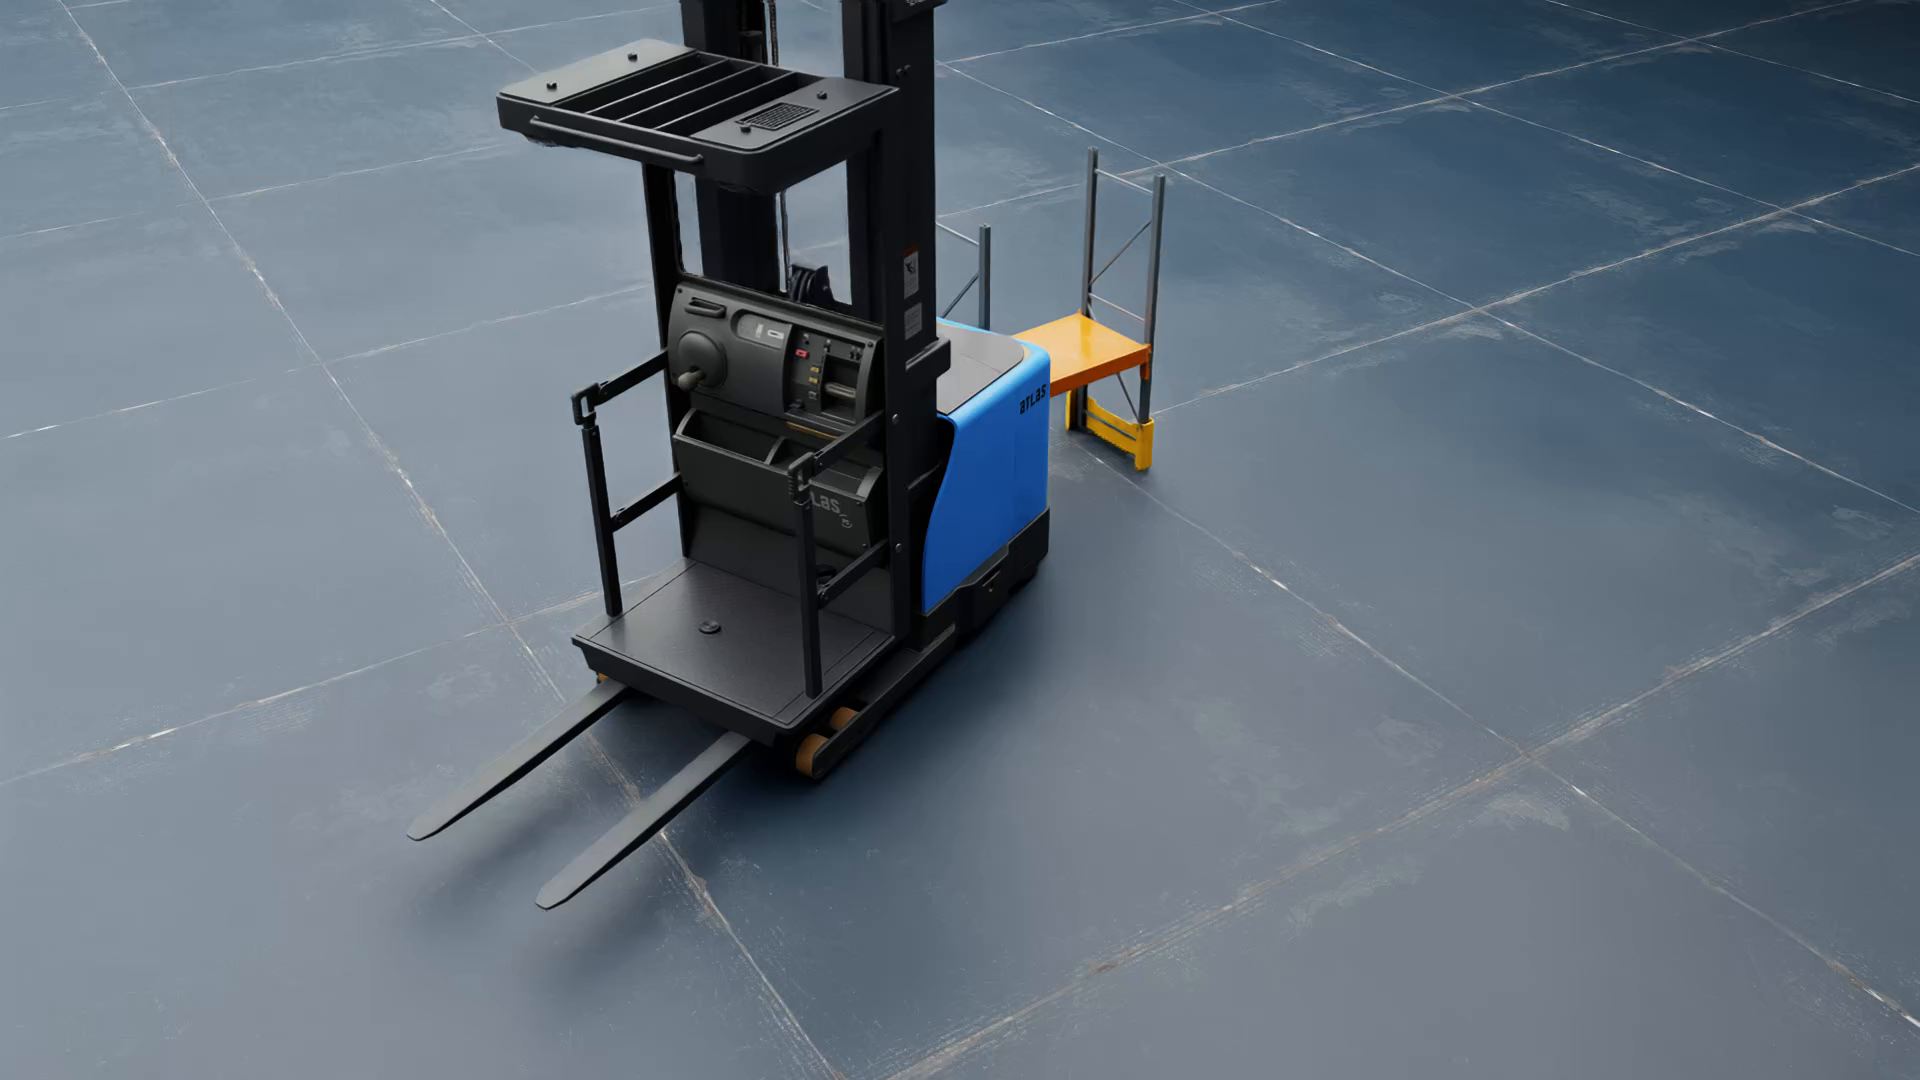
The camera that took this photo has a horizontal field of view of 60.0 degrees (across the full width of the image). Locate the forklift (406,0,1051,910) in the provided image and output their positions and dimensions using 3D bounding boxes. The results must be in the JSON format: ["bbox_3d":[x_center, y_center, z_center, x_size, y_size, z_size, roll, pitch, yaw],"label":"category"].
[{"bbox_3d":[-0.815,-0.623,5.990,1.130,2.935,3.031,19,37,27],"label":"forklift"}]

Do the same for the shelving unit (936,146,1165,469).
[{"bbox_3d":[0.362,-0.958,7.862,1.083,1.500,0.587,-22,39,-31],"label":"shelving unit"}]

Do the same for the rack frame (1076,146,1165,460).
[{"bbox_3d":[0.771,-1.127,8.130,0.032,1.500,0.500,-22,39,-31],"label":"rack frame"}]

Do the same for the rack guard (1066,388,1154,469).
[{"bbox_3d":[0.755,-0.592,8.454,0.087,0.250,0.587,-22,39,-31],"label":"rack guard"}]

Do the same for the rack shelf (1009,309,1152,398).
[{"bbox_3d":[0.369,-0.809,7.963,1.000,0.185,0.538,-22,39,-31],"label":"rack shelf"}]

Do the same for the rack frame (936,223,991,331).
[{"bbox_3d":[-0.033,-0.795,7.604,0.032,1.500,0.500,-22,39,-31],"label":"rack frame"}]
